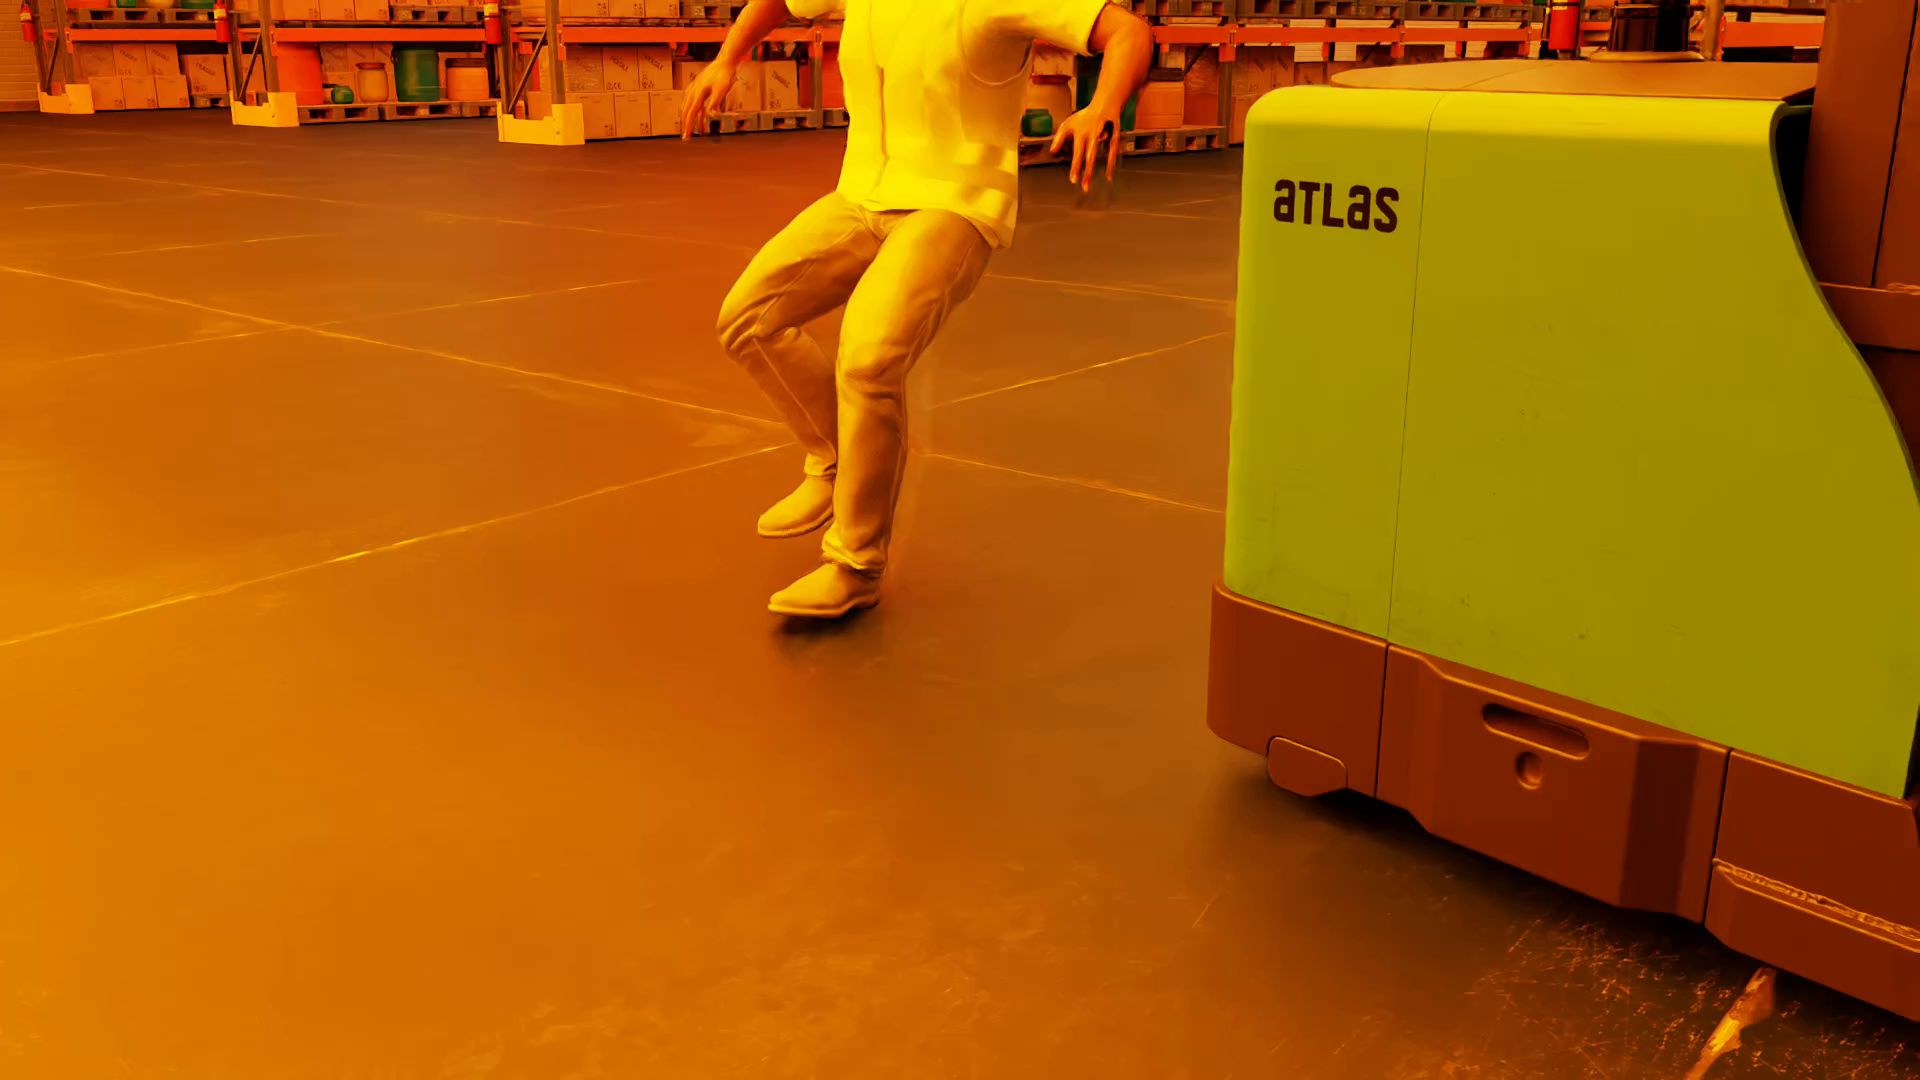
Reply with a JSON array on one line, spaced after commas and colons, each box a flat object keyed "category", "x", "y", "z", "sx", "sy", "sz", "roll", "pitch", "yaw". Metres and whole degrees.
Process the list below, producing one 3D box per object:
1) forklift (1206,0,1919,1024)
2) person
[{"category": "forklift", "x": 1.756, "y": -0.808, "z": 1.558, "sx": 1.130, "sy": 2.935, "sz": 3.031, "roll": -14, "pitch": 22, "yaw": -39}, {"category": "person", "x": -0.192, "y": -0.684, "z": 3.438, "sx": 1.170, "sy": 1.617, "sz": 0.800, "roll": 15, "pitch": 22, "yaw": 40}]
